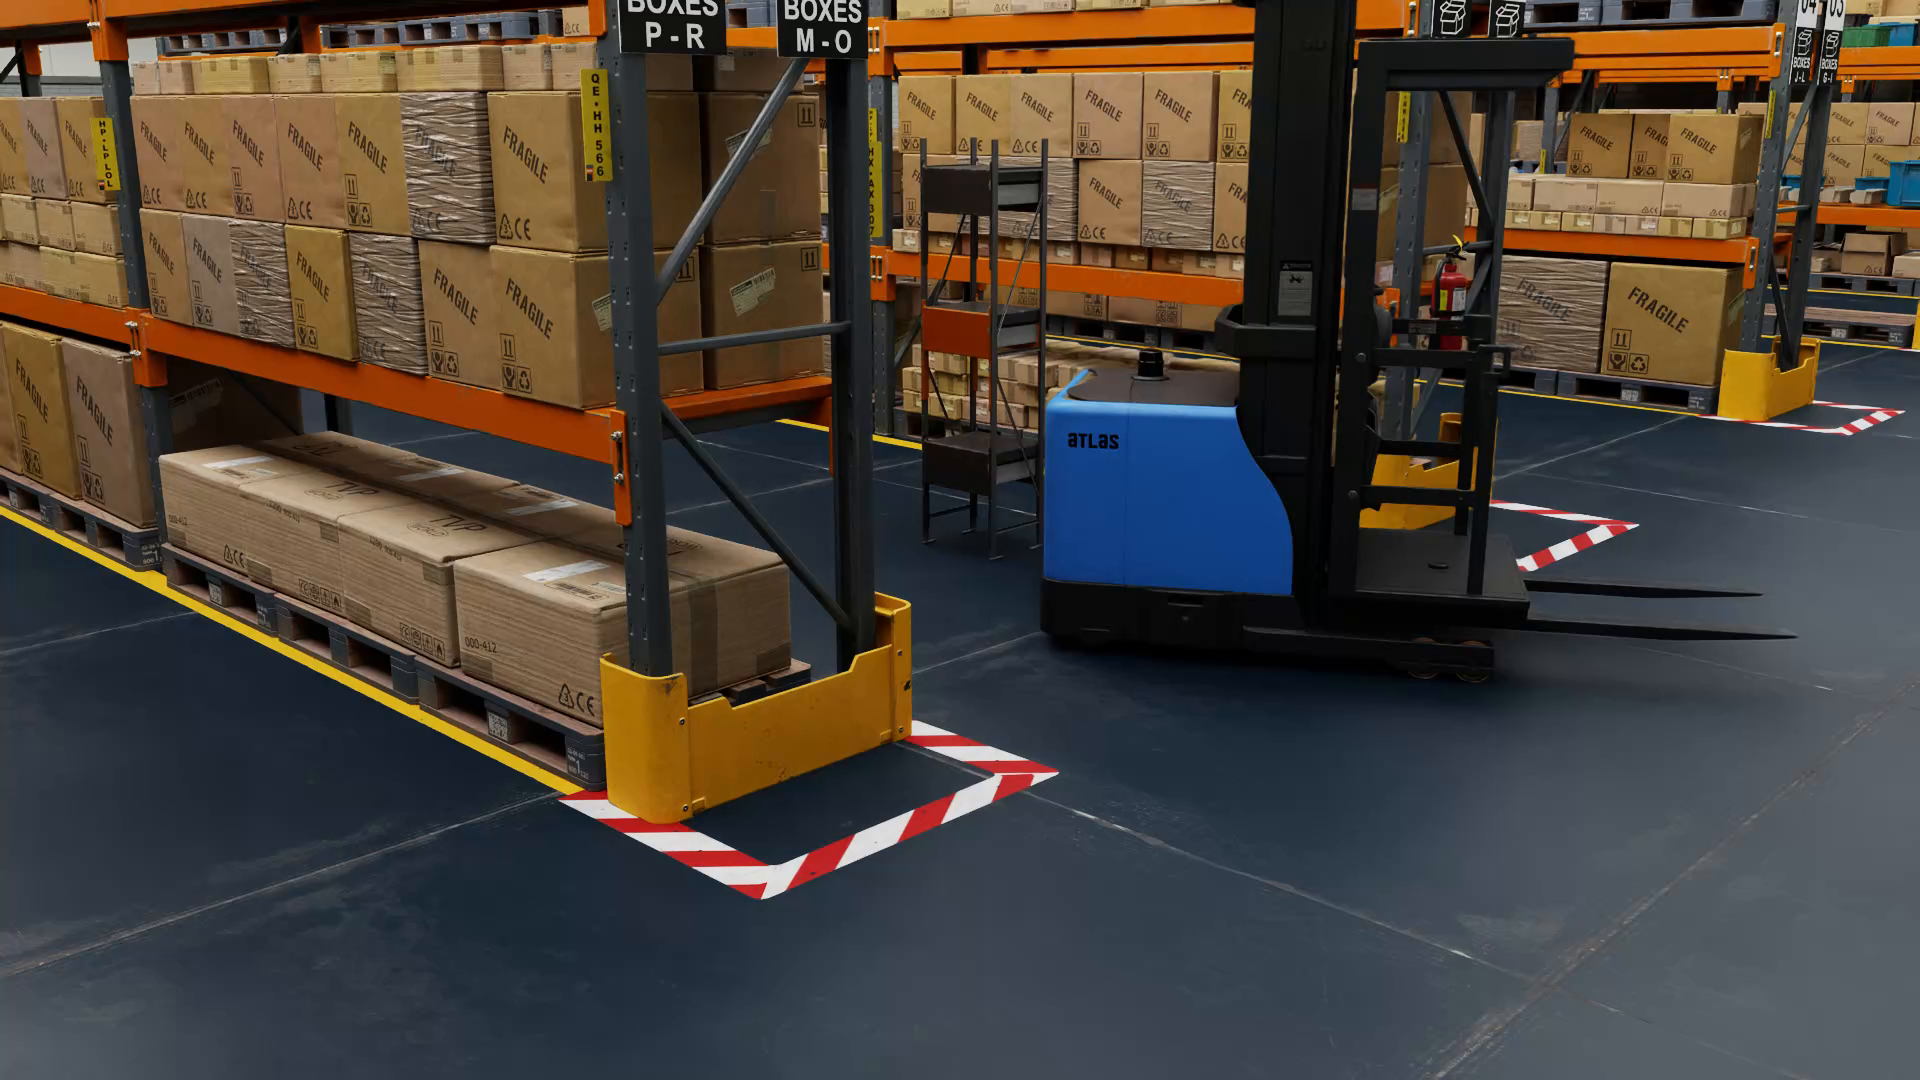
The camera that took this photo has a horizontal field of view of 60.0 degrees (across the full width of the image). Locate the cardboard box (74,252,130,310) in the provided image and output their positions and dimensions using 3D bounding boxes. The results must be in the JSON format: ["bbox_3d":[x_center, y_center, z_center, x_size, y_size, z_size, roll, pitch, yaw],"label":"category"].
[{"bbox_3d":[-4.076,-1.322,8.353,0.500,0.250,0.500,13,19,41],"label":"cardboard box"}]

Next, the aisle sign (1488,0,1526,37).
[{"bbox_3d":[2.926,-2.877,8.870,0.004,0.787,0.394,14,20,42],"label":"aisle sign"}]

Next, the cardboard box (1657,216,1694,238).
[{"bbox_3d":[5.507,-2.387,12.641,0.250,0.149,0.380,14,20,43],"label":"cardboard box"}]

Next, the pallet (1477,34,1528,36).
[{"bbox_3d":[6.106,-5.539,18.667,1.003,0.211,1.213,14,20,42],"label":"pallet"}]

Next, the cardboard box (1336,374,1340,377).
[{"bbox_3d":[2.149,-0.936,10.218,0.250,0.149,0.380,14,20,42],"label":"cardboard box"}]

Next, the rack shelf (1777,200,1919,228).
[{"bbox_3d":[8.178,-3.361,17.310,4.000,0.370,1.077,14,20,42],"label":"rack shelf"}]

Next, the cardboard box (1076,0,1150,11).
[{"bbox_3d":[1.037,-3.255,9.824,0.500,0.250,0.500,-13,20,-42],"label":"cardboard box"}]

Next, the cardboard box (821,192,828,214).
[{"bbox_3d":[-0.826,-2.438,12.007,0.250,0.149,0.380,14,20,43],"label":"cardboard box"}]

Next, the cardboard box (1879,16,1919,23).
[{"bbox_3d":[11.430,-6.184,20.075,0.500,0.250,0.500,14,20,42],"label":"cardboard box"}]

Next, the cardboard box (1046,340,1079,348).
[{"bbox_3d":[0.618,-1.295,11.593,0.250,0.149,0.380,13,20,42],"label":"cardboard box"}]

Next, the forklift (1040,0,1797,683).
[{"bbox_3d":[1.917,-0.989,6.915,3.031,2.935,1.130,3,15,13],"label":"forklift"}]

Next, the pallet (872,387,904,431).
[{"bbox_3d":[-0.776,-1.064,12.599,1.213,0.211,1.003,14,20,42],"label":"pallet"}]

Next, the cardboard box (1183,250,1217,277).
[{"bbox_3d":[1.521,-1.645,9.796,0.250,0.149,0.380,13,19,40],"label":"cardboard box"}]

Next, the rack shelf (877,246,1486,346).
[{"bbox_3d":[1.225,-1.580,10.472,4.000,0.370,1.077,14,20,42],"label":"rack shelf"}]

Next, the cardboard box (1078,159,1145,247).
[{"bbox_3d":[1.072,-2.069,10.136,0.500,0.500,0.500,-13,20,-41],"label":"cardboard box"}]

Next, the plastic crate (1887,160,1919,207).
[{"bbox_3d":[9.247,-3.430,15.959,0.499,0.435,0.616,14,20,42],"label":"plastic crate"}]

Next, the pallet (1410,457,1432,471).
[{"bbox_3d":[2.050,-0.390,10.011,1.213,0.211,1.003,14,20,42],"label":"pallet"}]

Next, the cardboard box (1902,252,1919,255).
[{"bbox_3d":[12.145,-3.462,20.850,0.500,0.250,0.500,14,20,42],"label":"cardboard box"}]

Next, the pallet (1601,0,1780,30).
[{"bbox_3d":[5.639,-3.997,12.550,1.213,0.211,1.003,14,20,42],"label":"pallet"}]

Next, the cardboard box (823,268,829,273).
[{"bbox_3d":[-1.298,-3.268,19.609,0.500,0.500,0.700,12,19,37],"label":"cardboard box"}]

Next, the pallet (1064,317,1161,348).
[{"bbox_3d":[1.810,-2.146,16.749,1.213,0.211,1.003,14,20,42],"label":"pallet"}]

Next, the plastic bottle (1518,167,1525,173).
[{"bbox_3d":[6.509,-4.196,19.342,0.097,0.271,0.097,0,15,0],"label":"plastic bottle"}]

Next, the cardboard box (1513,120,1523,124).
[{"bbox_3d":[9.478,-7.113,29.213,0.500,0.500,0.700,14,20,42],"label":"cardboard box"}]

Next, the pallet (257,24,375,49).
[{"bbox_3d":[-6.555,-5.232,17.288,1.213,0.211,1.003,14,20,42],"label":"pallet"}]

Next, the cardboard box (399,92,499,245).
[{"bbox_3d":[-1.607,-1.321,5.872,0.500,0.500,0.500,14,20,42],"label":"cardboard box"}]

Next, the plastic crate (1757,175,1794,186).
[{"bbox_3d":[8.505,-3.693,17.371,0.300,0.233,0.416,14,20,42],"label":"plastic crate"}]

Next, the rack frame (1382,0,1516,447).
[{"bbox_3d":[2.665,-1.578,9.038,0.127,3.000,1.000,14,20,42],"label":"rack frame"}]

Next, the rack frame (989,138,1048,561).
[{"bbox_3d":[0.295,-0.944,8.392,0.015,2.100,0.400,14,20,42],"label":"rack frame"}]

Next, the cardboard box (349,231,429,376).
[{"bbox_3d":[-1.957,-0.925,6.335,0.500,0.500,0.500,-14,20,-43],"label":"cardboard box"}]

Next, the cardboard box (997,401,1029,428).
[{"bbox_3d":[0.448,-0.863,11.118,0.250,0.149,0.380,13,20,41],"label":"cardboard box"}]

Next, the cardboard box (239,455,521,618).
[{"bbox_3d":[-2.555,-0.039,7.382,0.875,0.438,0.875,13,19,41],"label":"cardboard box"}]

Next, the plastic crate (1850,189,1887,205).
[{"bbox_3d":[8.905,-3.371,16.323,0.243,0.136,0.396,14,20,42],"label":"plastic crate"}]

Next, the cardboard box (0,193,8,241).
[{"bbox_3d":[-5.186,-1.826,9.298,0.500,0.250,0.500,14,20,43],"label":"cardboard box"}]

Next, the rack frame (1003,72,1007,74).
[{"bbox_3d":[0.980,-5.460,23.936,0.127,3.000,1.000,14,20,42],"label":"rack frame"}]

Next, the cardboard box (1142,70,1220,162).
[{"bbox_3d":[1.417,-2.467,9.680,0.500,0.500,0.500,-13,20,-41],"label":"cardboard box"}]

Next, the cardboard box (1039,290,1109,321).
[{"bbox_3d":[1.540,-2.754,16.932,0.875,0.875,1.225,14,20,42],"label":"cardboard box"}]

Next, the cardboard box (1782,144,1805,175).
[{"bbox_3d":[10.728,-4.779,21.124,0.500,0.500,0.500,14,20,43],"label":"cardboard box"}]

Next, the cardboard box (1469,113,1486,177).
[{"bbox_3d":[4.195,-3.287,13.817,0.500,0.500,0.500,13,19,40],"label":"cardboard box"}]

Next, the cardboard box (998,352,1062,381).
[{"bbox_3d":[0.466,-1.156,11.060,0.250,0.149,0.380,13,19,41],"label":"cardboard box"}]

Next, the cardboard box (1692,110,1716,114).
[{"bbox_3d":[12.005,-6.727,26.487,0.500,0.250,0.500,13,20,41],"label":"cardboard box"}]

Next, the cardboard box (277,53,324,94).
[{"bbox_3d":[-2.447,-1.835,6.559,0.250,0.149,0.380,14,20,42],"label":"cardboard box"}]

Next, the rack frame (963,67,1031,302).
[{"bbox_3d":[0.421,-3.860,17.799,0.127,3.000,1.000,14,20,42],"label":"rack frame"}]

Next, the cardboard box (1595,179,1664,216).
[{"bbox_3d":[5.282,-2.657,12.889,0.500,0.250,0.500,13,20,41],"label":"cardboard box"}]

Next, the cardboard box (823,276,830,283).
[{"bbox_3d":[-0.948,-1.904,12.929,0.500,0.250,0.500,-14,20,-43],"label":"cardboard box"}]

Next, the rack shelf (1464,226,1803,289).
[{"bbox_3d":[4.740,-2.462,13.860,4.000,0.370,1.077,14,20,42],"label":"rack shelf"}]

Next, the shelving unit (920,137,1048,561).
[{"bbox_3d":[0.119,-0.987,8.556,0.503,2.100,0.431,14,20,42],"label":"shelving unit"}]

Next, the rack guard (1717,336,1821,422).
[{"bbox_3d":[6.198,-1.247,12.725,0.348,0.500,1.175,14,20,42],"label":"rack guard"}]

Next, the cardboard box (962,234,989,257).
[{"bbox_3d":[0.228,-1.978,11.074,0.250,0.149,0.380,13,19,40],"label":"cardboard box"}]

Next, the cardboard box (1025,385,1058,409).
[{"bbox_3d":[0.643,-0.960,10.897,0.380,0.149,0.250,-13,20,-42],"label":"cardboard box"}]

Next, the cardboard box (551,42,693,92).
[{"bbox_3d":[-1.096,-1.534,5.403,0.250,0.149,0.380,14,20,43],"label":"cardboard box"}]

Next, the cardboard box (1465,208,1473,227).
[{"bbox_3d":[4.216,-2.700,13.843,0.250,0.149,0.380,14,20,43],"label":"cardboard box"}]

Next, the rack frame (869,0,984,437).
[{"bbox_3d":[-0.215,-2.278,11.725,0.127,3.000,1.000,14,20,42],"label":"rack frame"}]

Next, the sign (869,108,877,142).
[{"bbox_3d":[-0.597,-2.737,11.190,0.005,0.325,0.100,14,20,42],"label":"sign"}]
